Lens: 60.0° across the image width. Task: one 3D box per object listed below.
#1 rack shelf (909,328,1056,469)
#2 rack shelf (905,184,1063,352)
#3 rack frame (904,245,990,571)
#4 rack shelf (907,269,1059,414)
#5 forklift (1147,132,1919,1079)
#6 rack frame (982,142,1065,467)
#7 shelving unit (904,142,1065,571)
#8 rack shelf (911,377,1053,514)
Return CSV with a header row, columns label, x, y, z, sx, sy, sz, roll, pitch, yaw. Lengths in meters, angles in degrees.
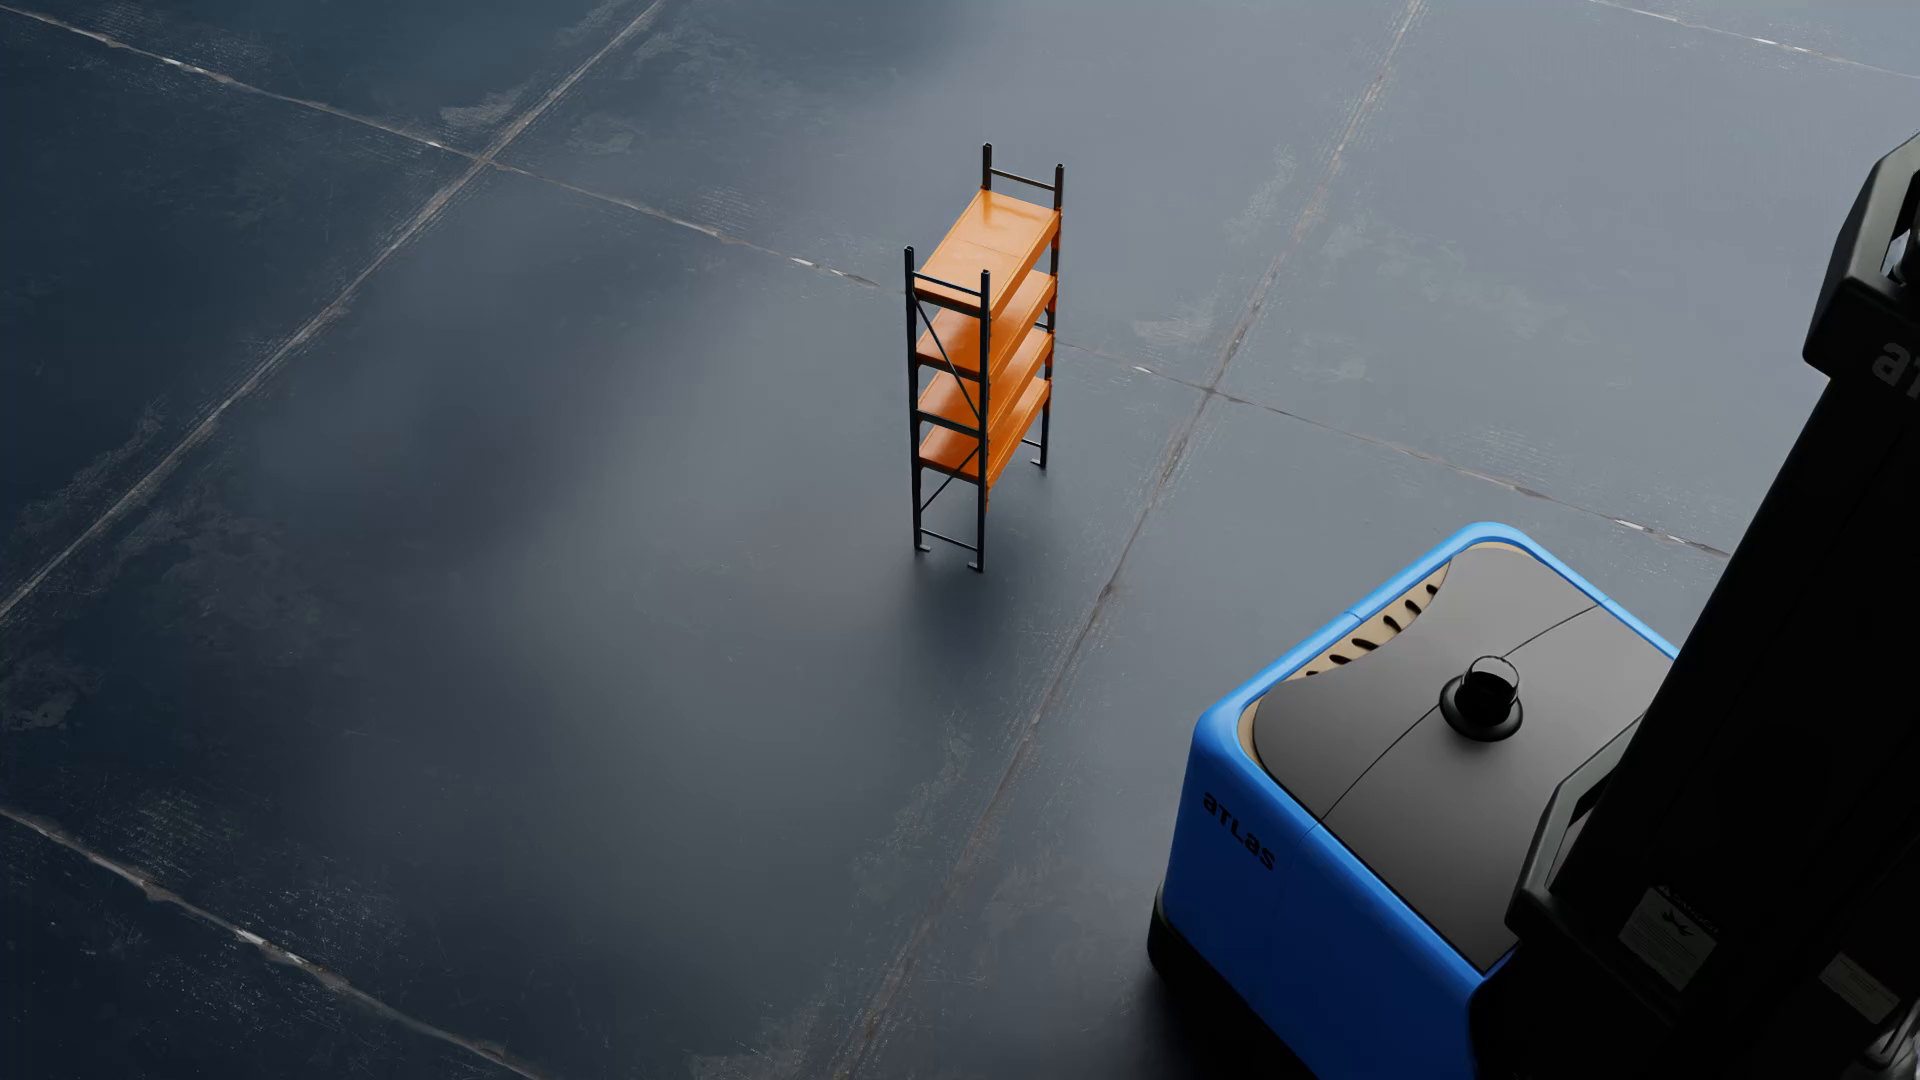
label,x,y,z,sx,sy,sz,roll,pitch,yaw
rack shelf,0.071,-0.459,4.941,0.258,0.148,0.480,20,52,16
rack shelf,0.071,-0.757,4.591,0.258,0.148,0.480,20,52,16
rack frame,-0.033,-0.335,4.747,0.240,1.200,0.015,20,52,16
rack shelf,0.071,-0.604,4.771,0.258,0.148,0.480,20,52,16
forklift,1.789,0.786,2.657,1.130,2.935,3.031,-31,56,-24
rack frame,0.175,-0.671,5.033,0.240,1.200,0.015,20,52,16
shelving unit,0.071,-0.503,4.890,0.258,1.200,0.503,20,52,16
rack shelf,0.071,-0.331,5.092,0.258,0.148,0.480,20,52,16
